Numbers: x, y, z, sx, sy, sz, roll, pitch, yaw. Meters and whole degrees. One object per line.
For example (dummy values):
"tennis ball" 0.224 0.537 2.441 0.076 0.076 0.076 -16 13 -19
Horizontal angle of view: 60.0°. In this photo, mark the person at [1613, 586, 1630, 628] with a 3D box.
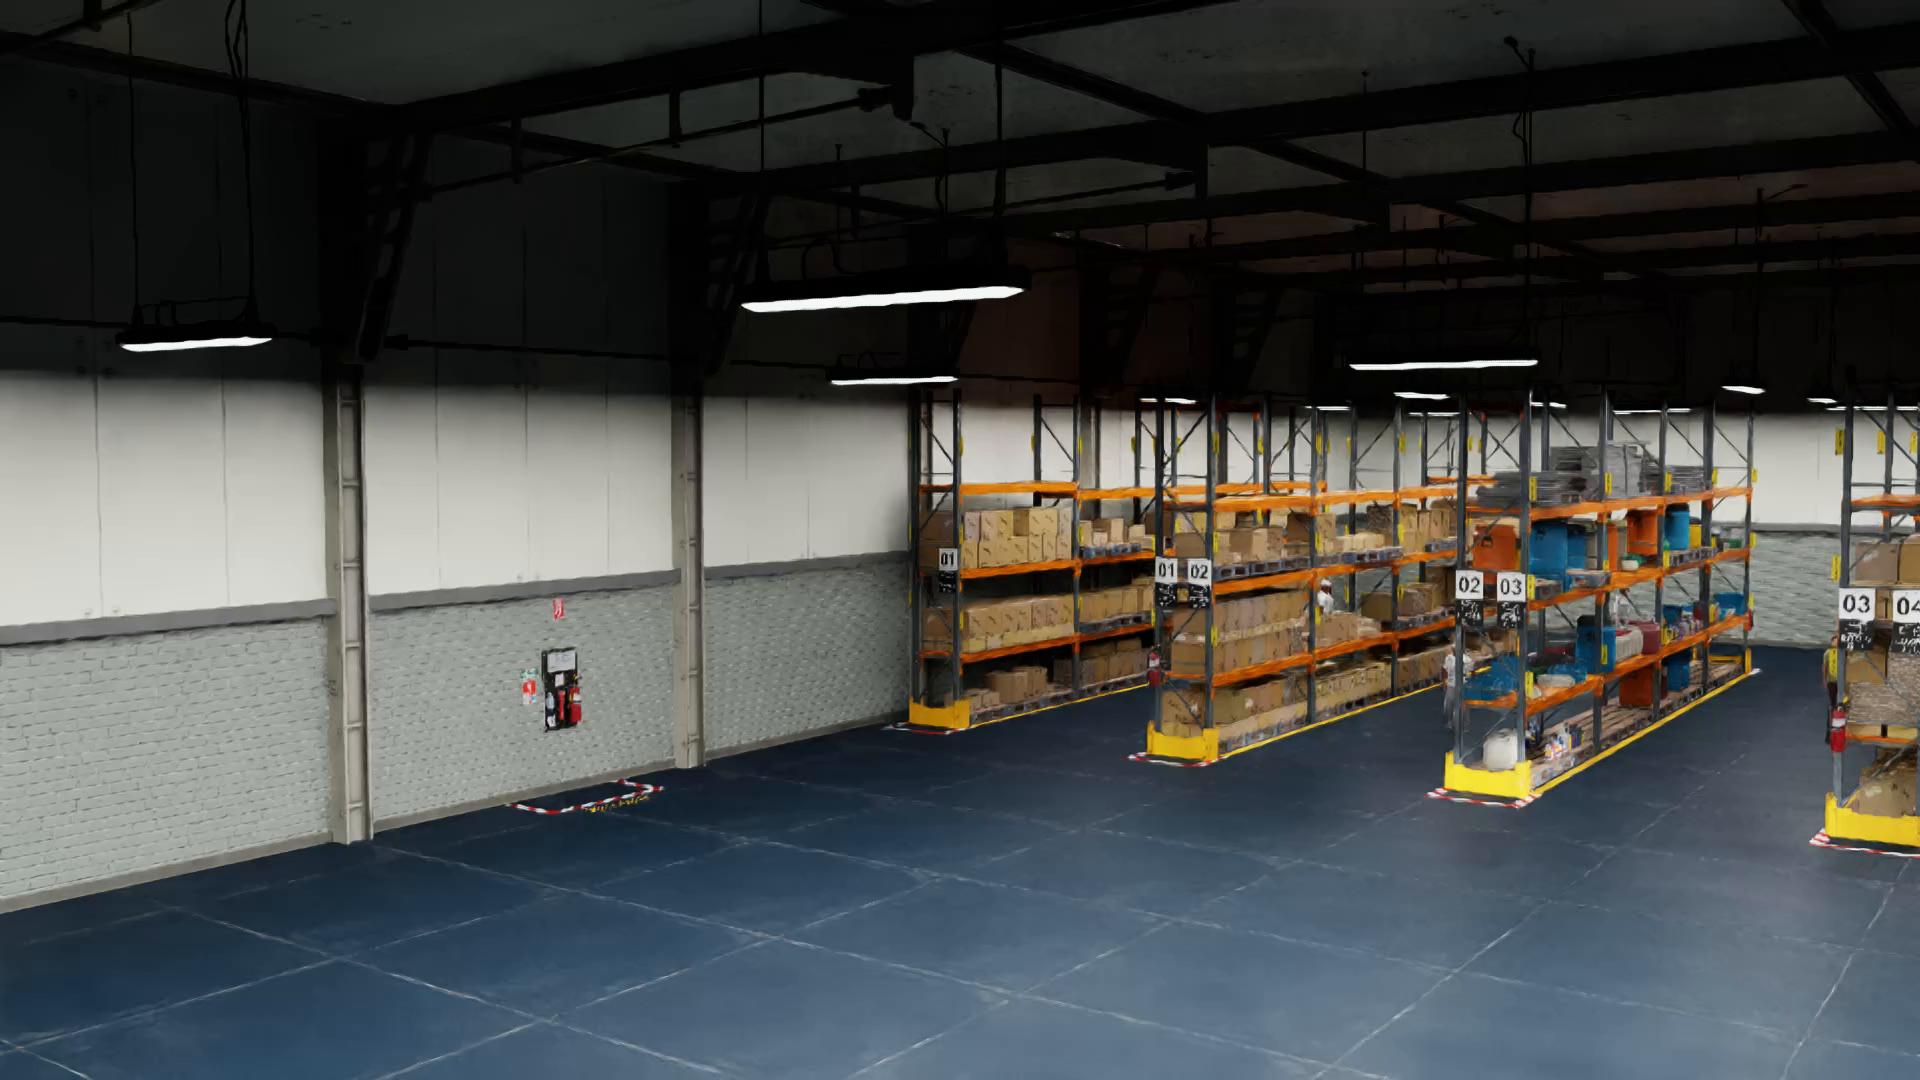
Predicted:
"person" 16.104 1.909 40.523 0.458 1.591 0.492 -1 3 -12

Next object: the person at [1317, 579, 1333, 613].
"person" 8.794 1.822 39.906 0.384 1.767 0.699 2 4 29

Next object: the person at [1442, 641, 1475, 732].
"person" 8.685 2.542 29.009 0.592 1.629 0.526 2 4 33

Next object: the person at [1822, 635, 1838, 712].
"person" 15.732 2.488 29.883 0.448 1.588 1.110 3 4 38
